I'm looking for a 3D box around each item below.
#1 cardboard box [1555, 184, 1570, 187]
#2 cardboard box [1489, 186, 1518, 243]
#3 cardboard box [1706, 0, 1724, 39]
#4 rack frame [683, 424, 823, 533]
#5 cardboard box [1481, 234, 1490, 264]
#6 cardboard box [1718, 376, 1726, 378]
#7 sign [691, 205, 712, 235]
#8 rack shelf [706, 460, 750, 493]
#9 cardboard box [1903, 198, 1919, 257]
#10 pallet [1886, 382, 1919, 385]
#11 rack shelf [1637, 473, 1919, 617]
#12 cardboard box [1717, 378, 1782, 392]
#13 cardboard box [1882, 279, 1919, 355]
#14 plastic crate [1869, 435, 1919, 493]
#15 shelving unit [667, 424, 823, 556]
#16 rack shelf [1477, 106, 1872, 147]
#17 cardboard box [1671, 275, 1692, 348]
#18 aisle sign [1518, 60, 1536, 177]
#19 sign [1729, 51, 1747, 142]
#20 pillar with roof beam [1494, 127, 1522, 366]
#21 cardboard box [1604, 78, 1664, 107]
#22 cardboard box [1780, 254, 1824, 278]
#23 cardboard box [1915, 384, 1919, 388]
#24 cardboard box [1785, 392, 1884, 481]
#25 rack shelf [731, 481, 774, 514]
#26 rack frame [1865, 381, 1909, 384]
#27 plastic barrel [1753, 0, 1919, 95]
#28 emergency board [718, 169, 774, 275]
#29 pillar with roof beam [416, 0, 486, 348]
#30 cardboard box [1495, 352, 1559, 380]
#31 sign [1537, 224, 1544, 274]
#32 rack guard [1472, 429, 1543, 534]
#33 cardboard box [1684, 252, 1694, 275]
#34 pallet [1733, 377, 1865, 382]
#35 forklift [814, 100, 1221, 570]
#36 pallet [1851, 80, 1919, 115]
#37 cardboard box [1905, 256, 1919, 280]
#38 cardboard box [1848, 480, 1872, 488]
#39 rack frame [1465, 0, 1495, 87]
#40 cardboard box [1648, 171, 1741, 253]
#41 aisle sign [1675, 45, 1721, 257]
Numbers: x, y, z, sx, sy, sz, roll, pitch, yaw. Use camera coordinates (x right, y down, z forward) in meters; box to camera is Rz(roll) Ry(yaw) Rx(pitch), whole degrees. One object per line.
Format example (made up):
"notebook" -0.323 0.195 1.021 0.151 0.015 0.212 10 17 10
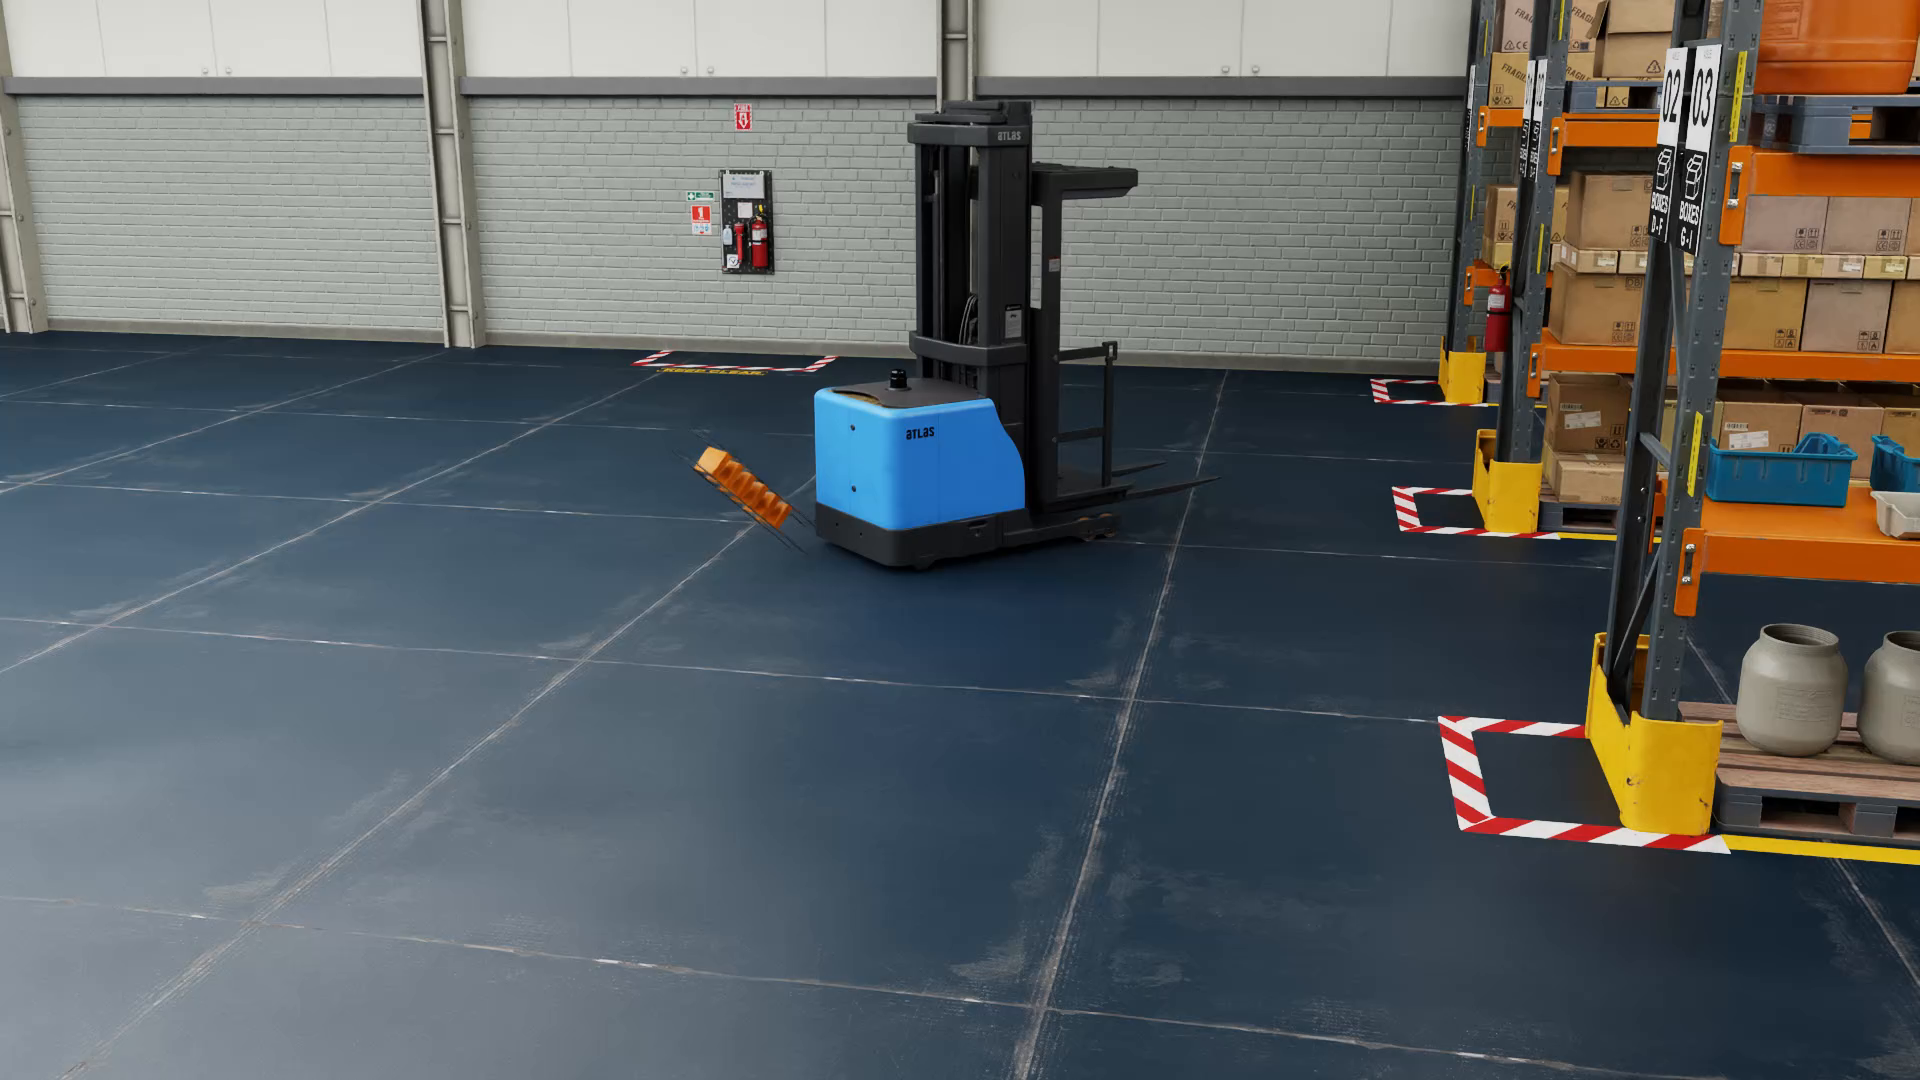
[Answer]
"cardboard box" 5.991 -3.241 16.413 0.500 0.500 0.500 3 16 12
"cardboard box" 5.403 -3.136 16.034 0.500 0.500 0.500 3 16 11
"cardboard box" 6.977 -4.885 15.792 0.500 0.500 0.500 3 16 11
"rack frame" -1.337 -0.391 10.861 0.240 0.006 1.200 19 -18 50
"cardboard box" 5.492 -2.905 16.603 0.500 0.250 0.500 3 16 12
"cardboard box" 7.352 -1.657 16.372 0.250 0.149 0.380 2 16 7
"sign" -2.961 -3.665 19.036 0.234 0.329 0.001 3 16 11
"rack shelf" -1.500 -0.421 10.723 0.258 0.180 0.103 19 -18 50
"cardboard box" 6.510 -2.181 11.130 0.500 0.500 0.700 3 16 11
"pallet" 9.678 -1.344 15.948 1.213 0.211 1.003 3 16 11
"rack shelf" 4.981 0.103 6.848 4.000 0.370 1.077 3 16 11
"cardboard box" 5.580 -0.884 12.024 0.500 0.500 0.500 3 16 11
"cardboard box" 6.487 -1.557 11.306 0.500 0.500 0.700 3 16 12
"plastic crate" 4.206 -0.294 7.212 0.408 0.251 0.499 3 16 11
"shelving unit" -1.386 -0.316 10.843 0.258 0.189 1.200 19 -18 50
"rack shelf" 6.955 -3.934 15.803 4.000 0.370 1.077 3 16 11
"cardboard box" 4.982 -1.639 11.602 0.500 0.500 0.700 4 16 13
"aisle sign" 4.006 -2.979 11.756 0.004 0.787 0.394 3 16 11
"sign" 2.907 -1.656 6.216 0.005 0.325 0.100 3 16 11
"pillar with roof beam" 4.996 -4.895 12.308 0.400 9.000 9.100 3 16 11
"cardboard box" 6.302 -4.297 15.542 0.500 0.500 0.500 4 16 14
"cardboard box" 5.616 -1.861 11.189 0.250 0.149 0.380 3 16 10
"cardboard box" 7.048 -0.802 11.729 0.500 0.500 0.500 3 16 11
"cardboard box" 5.962 -0.717 11.420 0.500 0.500 0.500 3 16 11
"rack shelf" -1.360 -0.293 10.870 0.258 0.180 0.103 19 -18 50
"rack frame" 8.915 -2.729 15.724 0.127 3.000 1.000 3 16 11
"plastic barrel" 3.523 -2.212 6.649 0.708 0.830 0.600 3 16 11
"emergency board" -2.440 -3.591 18.837 0.643 1.169 0.194 3 16 11
"pillar with roof beam" -6.763 -5.534 14.612 0.400 9.000 9.100 3 16 11
"cardboard box" 5.655 -1.797 16.574 0.500 0.311 0.500 1 16 5
"sign" 3.895 -1.956 11.164 0.005 0.325 0.100 3 16 11
"rack guard" 3.988 -0.442 12.151 0.348 0.500 1.175 3 16 11
"cardboard box" 4.857 -1.902 11.337 0.250 0.149 0.380 3 16 11
"pallet" 8.250 -1.411 16.192 1.213 0.211 1.003 3 16 11
"forklift" 0.512 -1.508 11.444 3.031 2.935 1.130 -11 19 -33
"pallet" 5.899 -2.940 11.032 1.213 0.211 1.003 3 16 11
"cardboard box" 6.379 -1.820 11.040 0.250 0.149 0.380 4 16 13
"cardboard box" 5.963 -0.356 11.521 0.500 0.250 0.500 3 16 11
"rack frame" 4.995 -5.833 15.691 0.127 3.000 1.000 3 16 11
"cardboard box" 5.035 -2.261 11.419 0.500 0.500 0.700 3 16 10
"aisle sign" 2.892 -1.530 6.526 0.004 0.787 0.394 3 16 11
